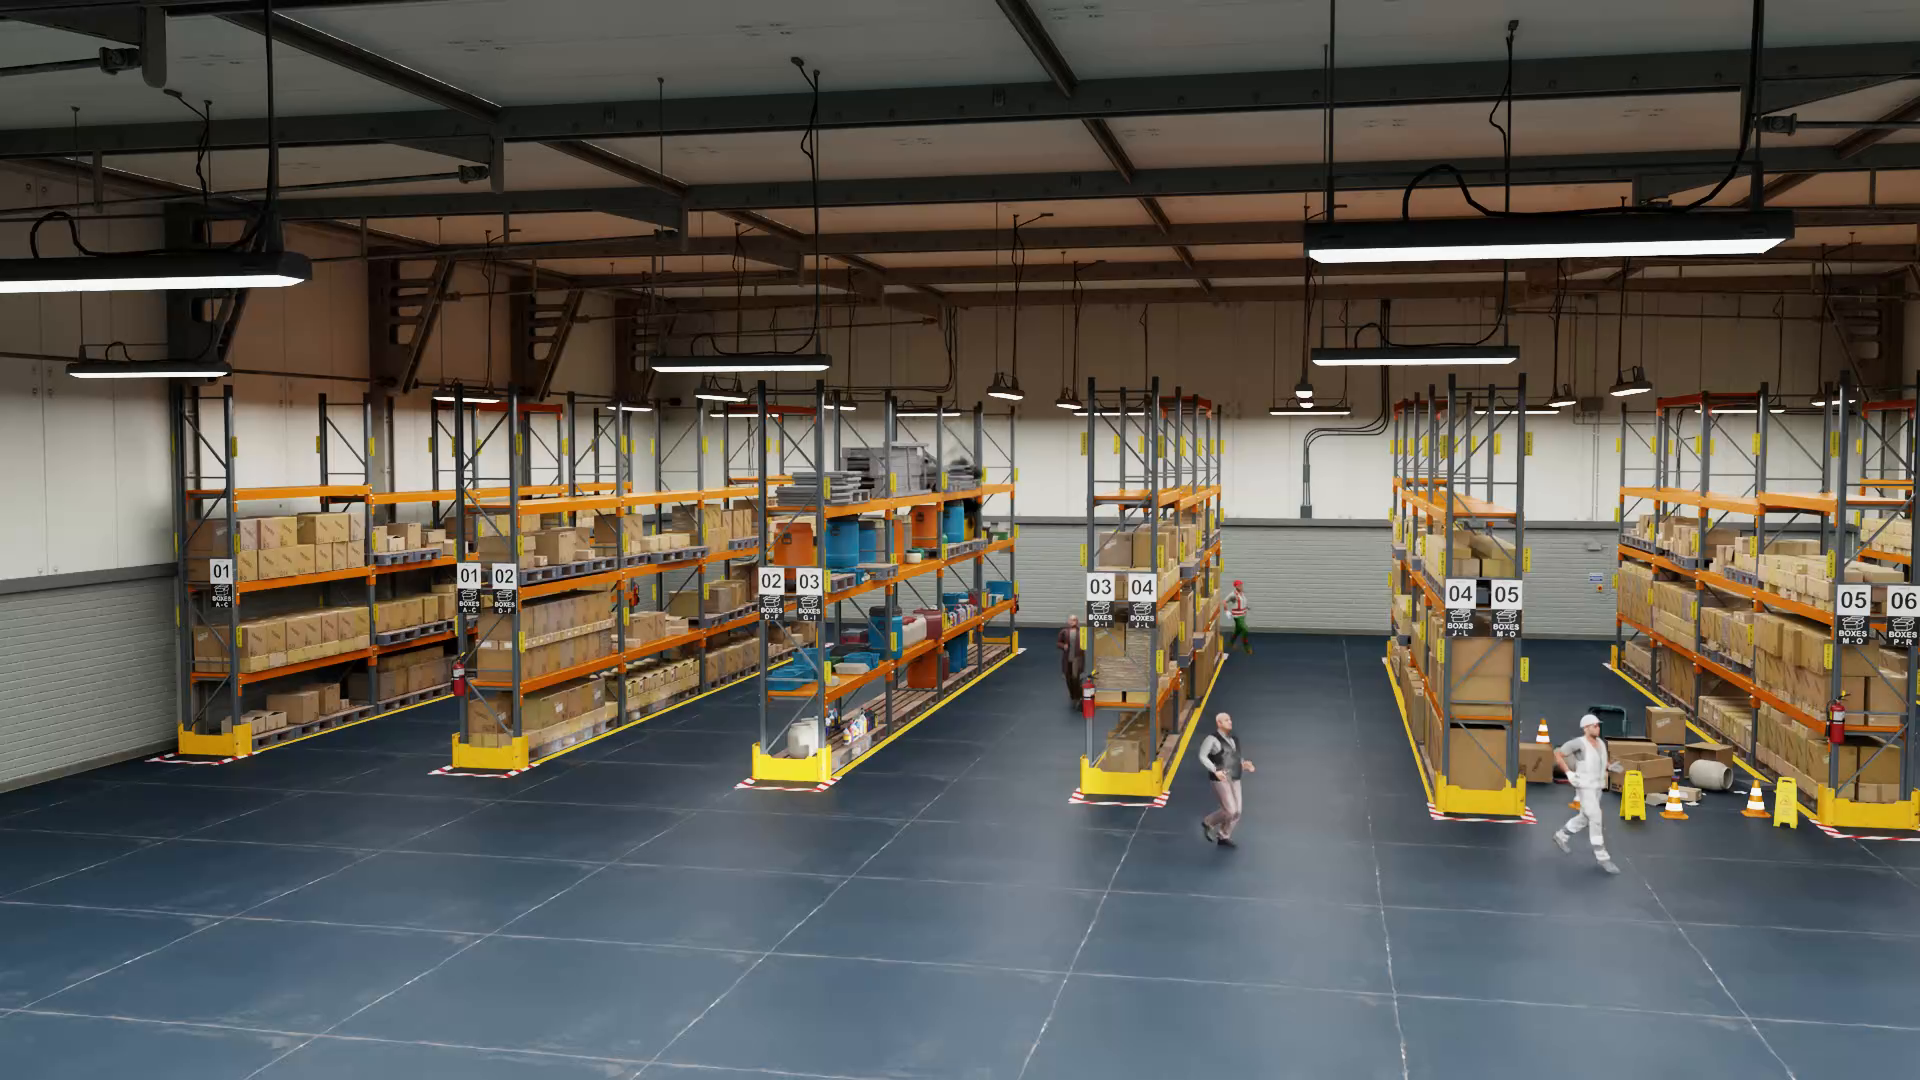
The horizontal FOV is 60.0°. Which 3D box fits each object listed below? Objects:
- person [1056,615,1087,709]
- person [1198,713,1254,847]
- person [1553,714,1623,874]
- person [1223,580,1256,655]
[{"bbox_3d":[2.176,2.336,31.896,0.674,1.807,0.781,1,3,20],"label":"person"},{"bbox_3d":[3.336,2.998,20.760,0.655,1.674,0.598,-3,4,-40],"label":"person"},{"bbox_3d":[7.500,2.978,19.853,0.651,1.807,0.979,-2,4,-34],"label":"person"},{"bbox_3d":[6.716,1.860,40.173,0.867,1.813,0.718,3,4,39],"label":"person"}]
